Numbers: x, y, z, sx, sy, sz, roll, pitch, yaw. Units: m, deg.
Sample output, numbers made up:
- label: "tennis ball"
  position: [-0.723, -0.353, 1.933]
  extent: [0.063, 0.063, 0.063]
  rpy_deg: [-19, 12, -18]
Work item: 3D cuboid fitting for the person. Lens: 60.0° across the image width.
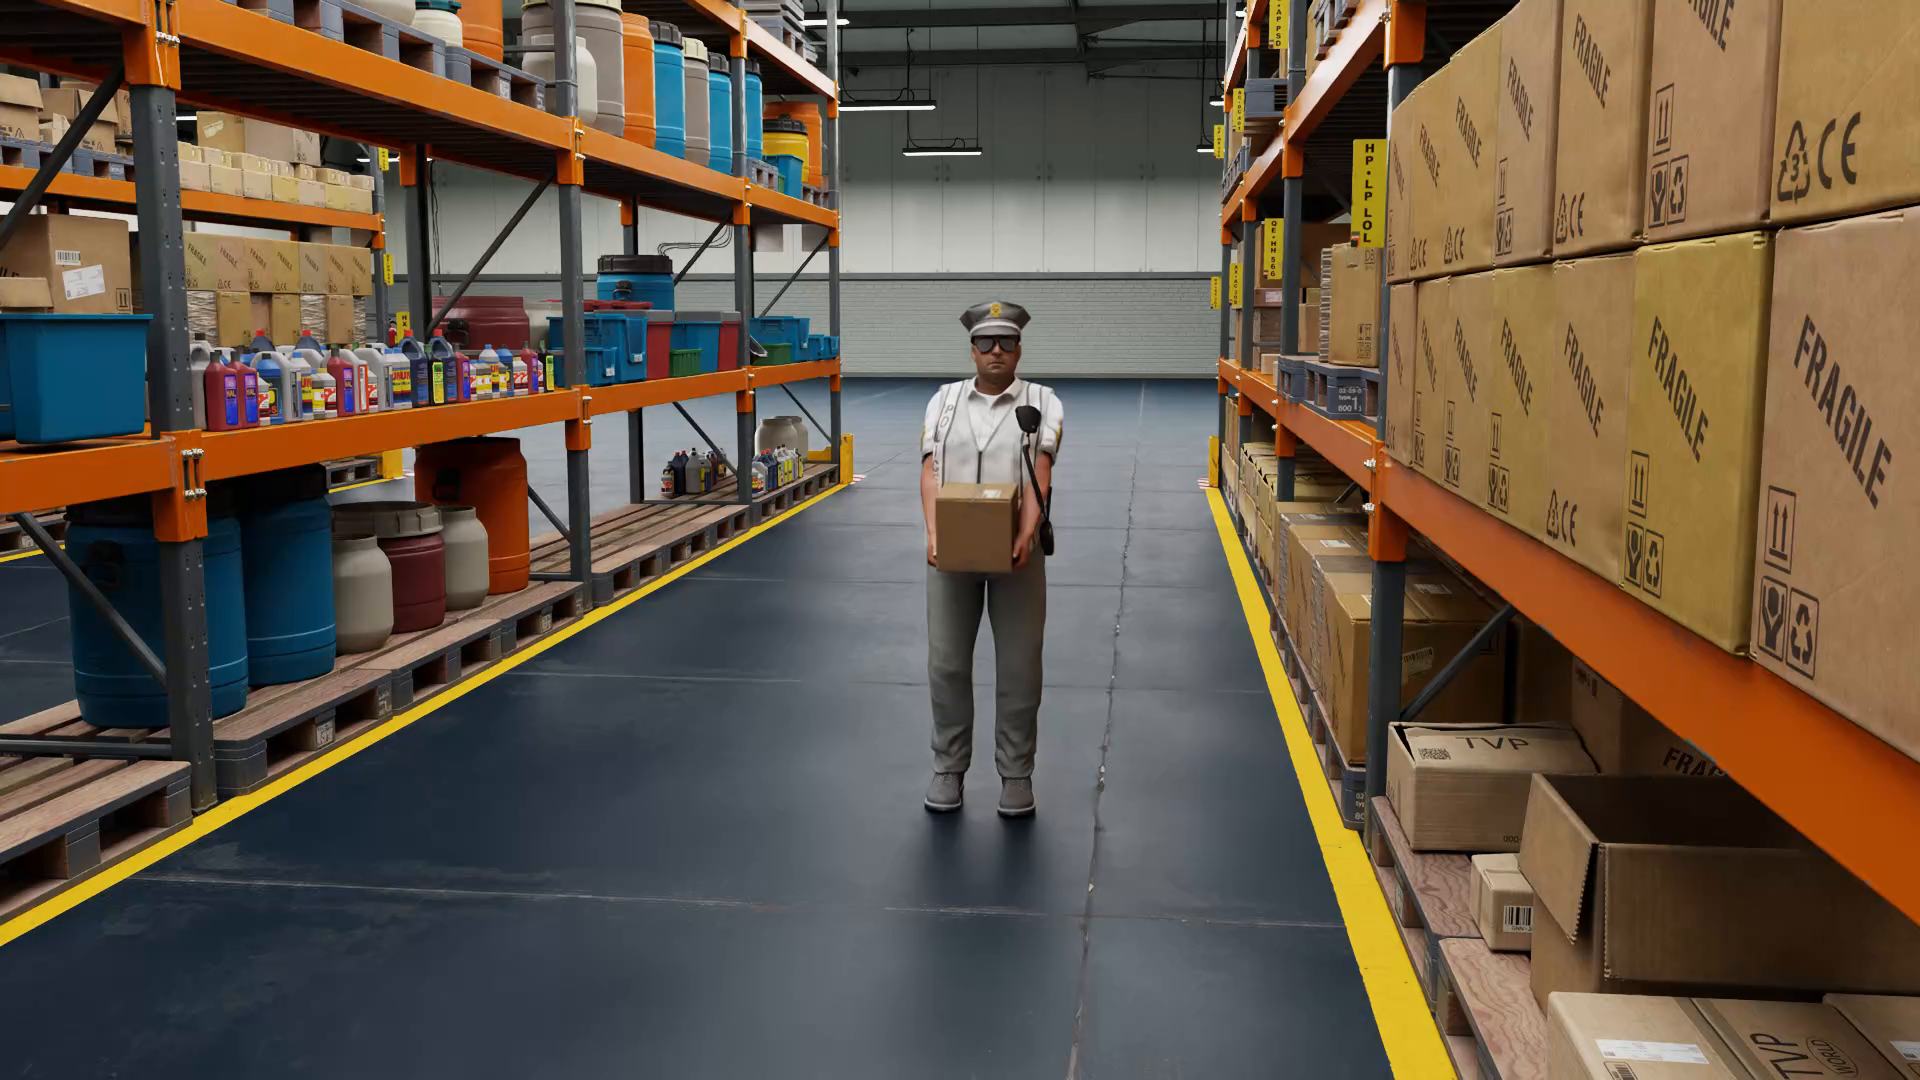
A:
- label: "person"
  position: [0.098, 0.063, 5.749]
  extent: [0.494, 1.762, 0.565]
  rpy_deg: [1, 8, 7]
